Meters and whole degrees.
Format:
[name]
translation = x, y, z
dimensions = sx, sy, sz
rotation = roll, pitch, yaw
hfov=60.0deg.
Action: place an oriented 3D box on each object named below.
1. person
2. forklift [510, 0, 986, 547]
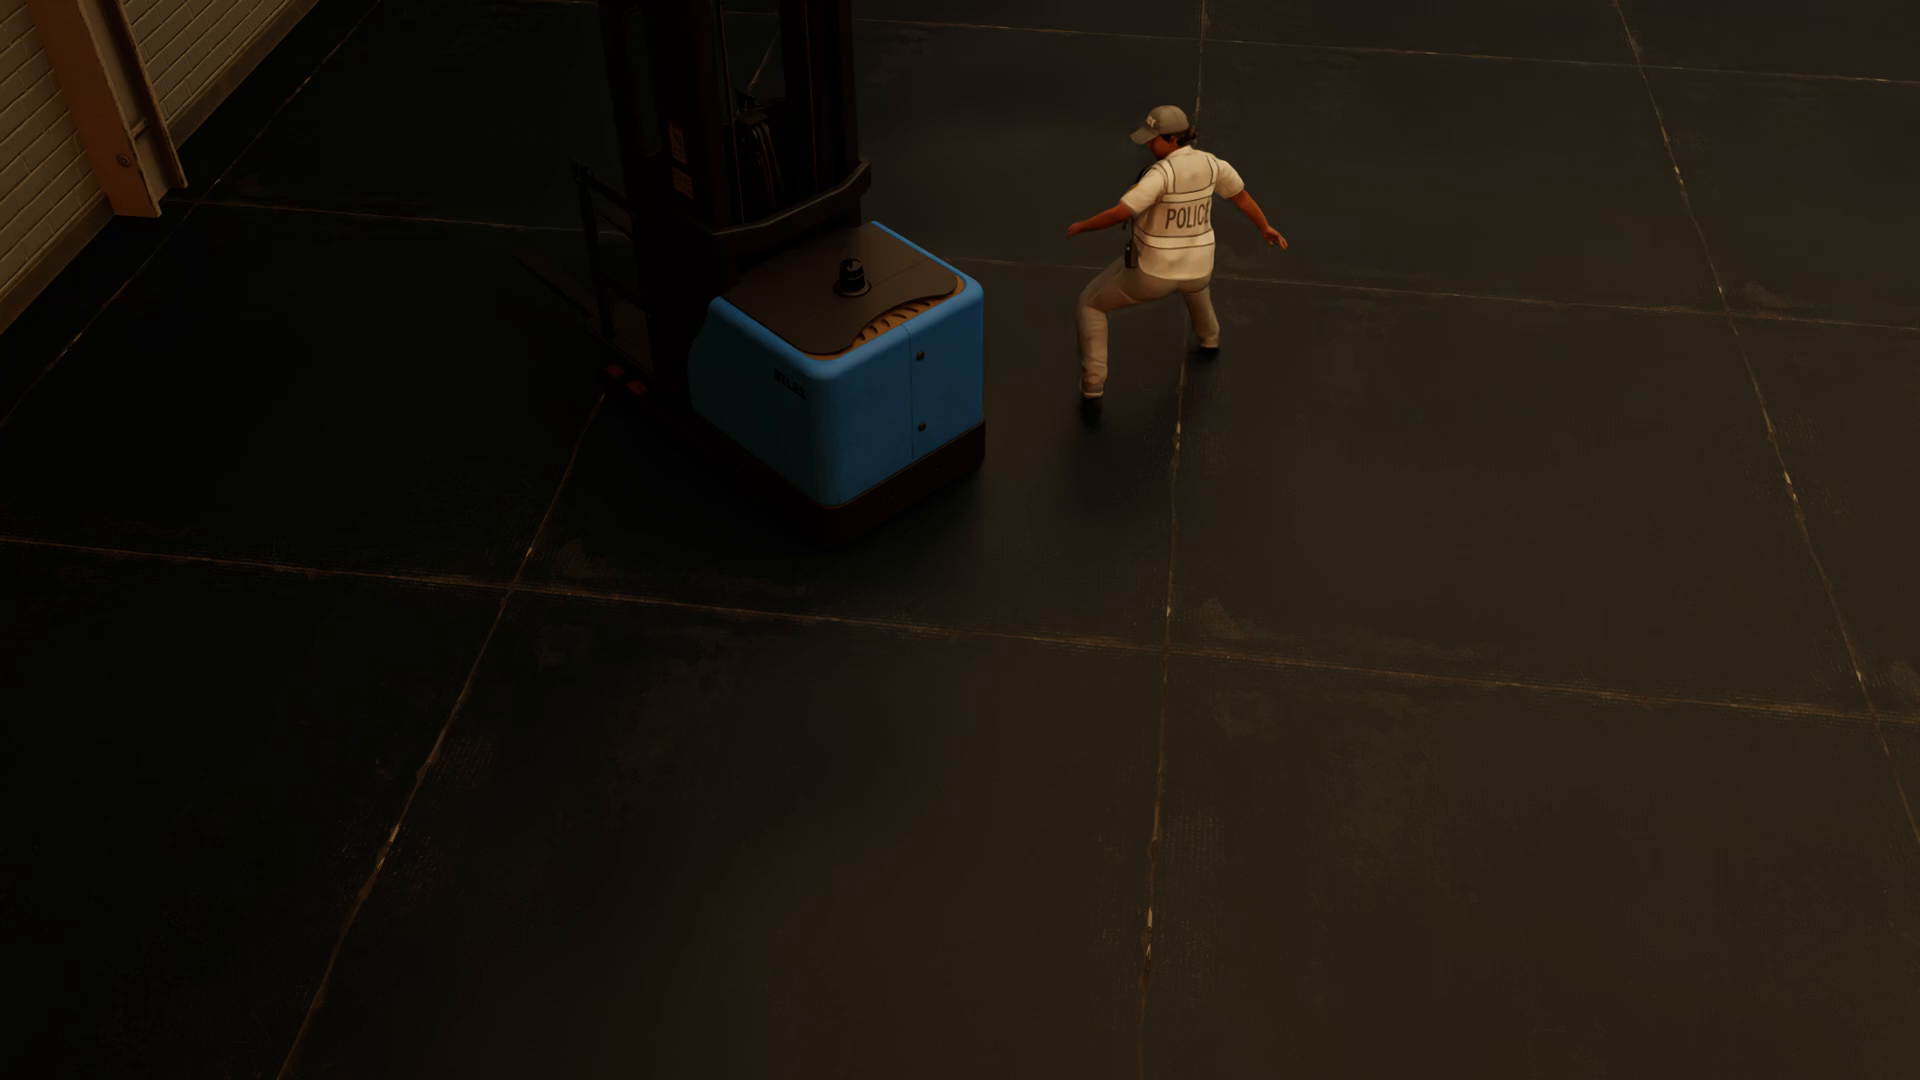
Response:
[person]
translation = 1.068, -1.424, 8.397
dimensions = 1.124, 1.592, 0.510
rotation = -16, 45, -17
[forklift]
translation = -1.250, -1.955, 7.852
dimensions = 1.130, 2.935, 3.031
rotation = -32, 52, -30
